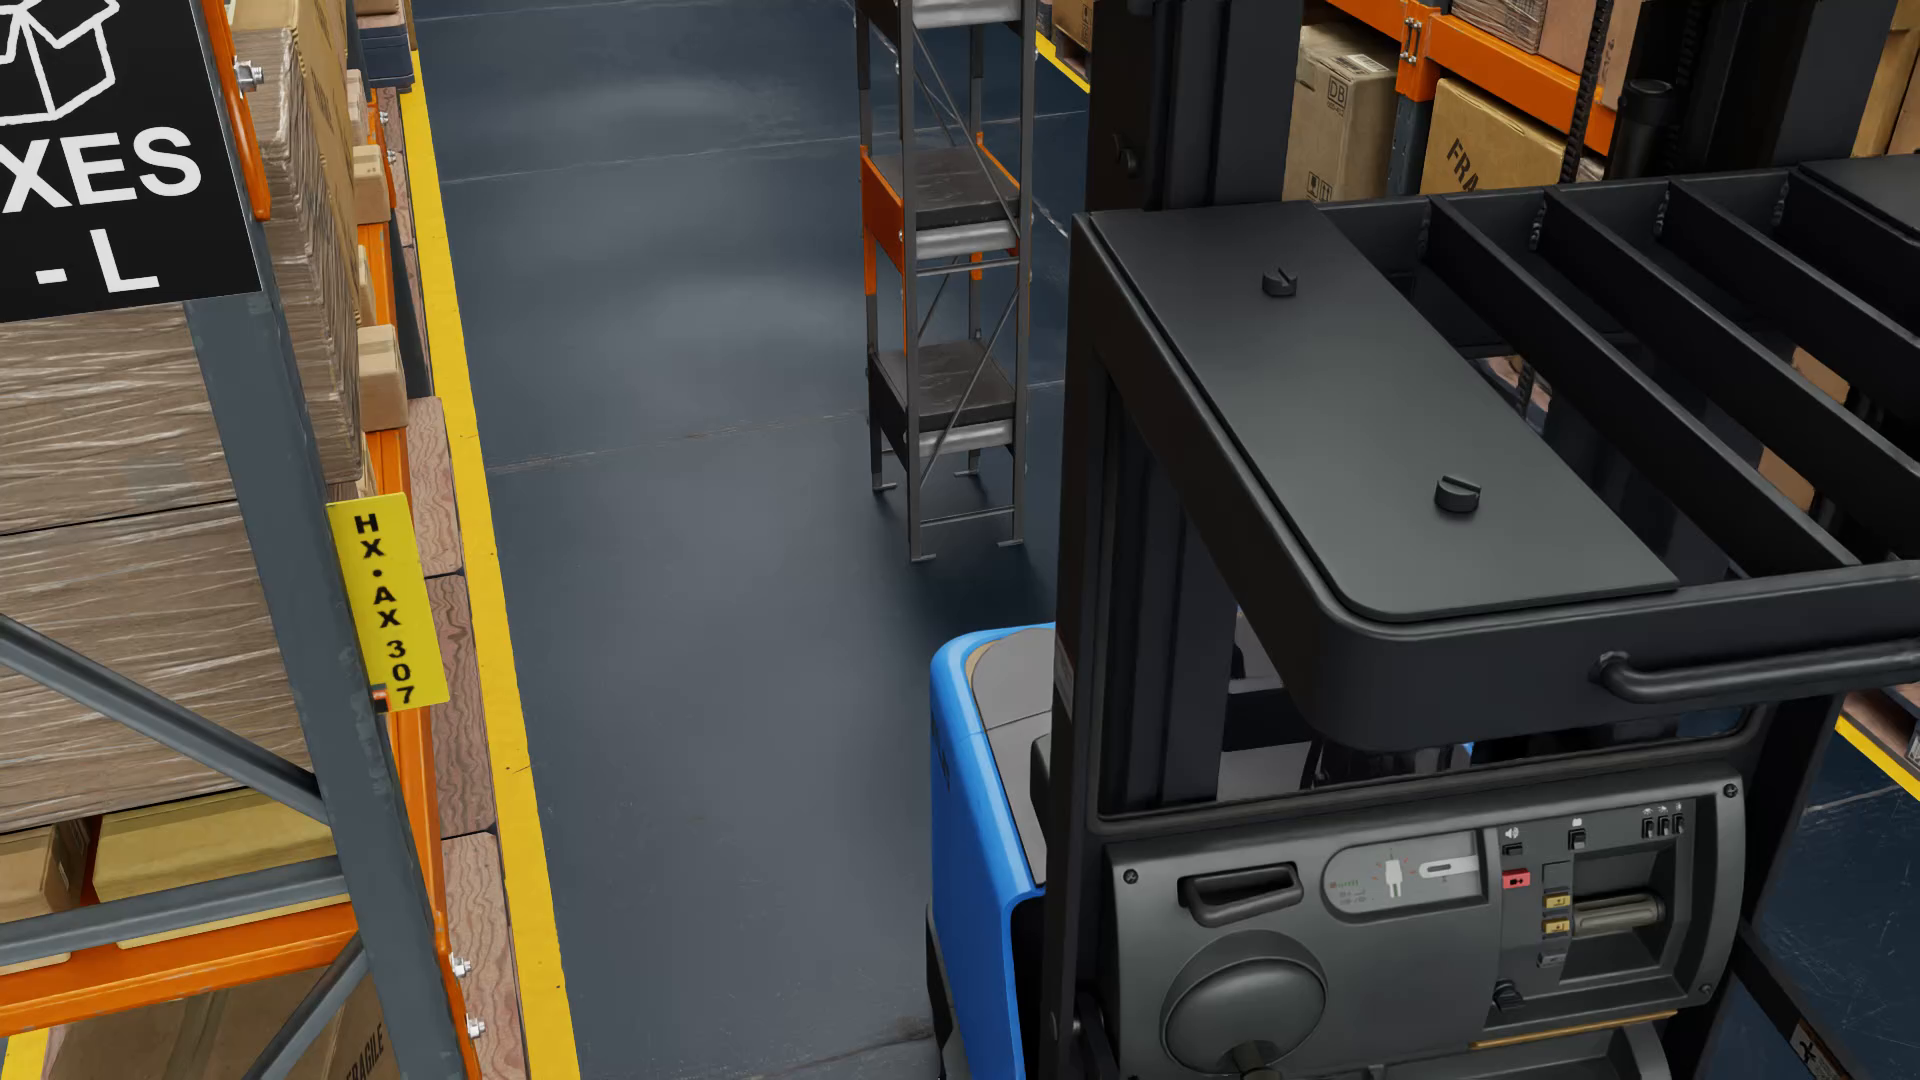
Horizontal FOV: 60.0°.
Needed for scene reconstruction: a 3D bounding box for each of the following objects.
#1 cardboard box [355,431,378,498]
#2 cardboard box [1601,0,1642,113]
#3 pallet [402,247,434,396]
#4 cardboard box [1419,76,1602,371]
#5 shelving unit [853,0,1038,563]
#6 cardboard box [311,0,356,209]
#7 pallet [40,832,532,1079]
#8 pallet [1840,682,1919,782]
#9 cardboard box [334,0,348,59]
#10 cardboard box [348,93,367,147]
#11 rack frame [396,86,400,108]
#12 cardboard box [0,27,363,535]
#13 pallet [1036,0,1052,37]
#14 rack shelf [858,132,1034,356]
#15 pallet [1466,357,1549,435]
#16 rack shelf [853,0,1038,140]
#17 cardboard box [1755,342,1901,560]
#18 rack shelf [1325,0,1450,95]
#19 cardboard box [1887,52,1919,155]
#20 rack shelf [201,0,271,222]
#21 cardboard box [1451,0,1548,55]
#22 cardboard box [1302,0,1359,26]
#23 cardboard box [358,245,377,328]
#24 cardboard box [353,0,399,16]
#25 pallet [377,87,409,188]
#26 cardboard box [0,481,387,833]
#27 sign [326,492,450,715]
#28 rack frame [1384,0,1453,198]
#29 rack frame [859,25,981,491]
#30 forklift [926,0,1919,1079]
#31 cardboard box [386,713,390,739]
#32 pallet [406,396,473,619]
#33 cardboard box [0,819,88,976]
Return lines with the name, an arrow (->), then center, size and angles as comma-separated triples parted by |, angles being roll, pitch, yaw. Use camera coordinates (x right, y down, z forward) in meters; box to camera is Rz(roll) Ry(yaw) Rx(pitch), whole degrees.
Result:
cardboard box -> -1.389, -0.075, 3.371 | 0.380, 0.149, 0.250 | -10, 35, -15
cardboard box -> 2.657, -1.625, 5.353 | 0.875, 0.550, 0.550 | -10, 35, -15
pallet -> -2.703, -0.807, 6.780 | 1.003, 0.211, 1.213 | -10, 35, -15
cardboard box -> 2.416, -1.290, 6.527 | 0.875, 0.875, 0.875 | -9, 35, -14
shelving unit -> -0.050, -0.963, 5.303 | 0.431, 2.100, 0.503 | -10, 35, -15
cardboard box -> -1.452, -0.905, 3.131 | 0.500, 0.500, 0.500 | -10, 35, -15
pallet -> -1.481, 1.229, 3.698 | 1.003, 0.211, 1.213 | -10, 35, -15
pallet -> 3.192, 0.514, 4.781 | 1.003, 0.211, 1.213 | -10, 35, -15
cardboard box -> -1.759, -1.430, 3.925 | 0.500, 0.500, 0.500 | -10, 35, -15
cardboard box -> -2.051, -1.261, 5.165 | 0.380, 0.149, 0.250 | -10, 35, -15
rack frame -> -3.684, -3.662, 8.571 | 1.000, 3.000, 0.127 | -10, 35, -15
cardboard box -> -1.152, -0.379, 2.336 | 0.500, 0.500, 0.500 | -10, 35, -15
pallet -> 0.834, -3.690, 11.143 | 1.003, 0.211, 1.213 | -10, 35, -15
rack shelf -> -0.050, -0.952, 5.310 | 0.431, 0.518, 0.480 | -10, 35, -15
pallet -> 2.448, -0.767, 6.719 | 1.003, 0.211, 1.213 | -10, 35, -15
rack shelf -> -0.050, -1.536, 4.924 | 0.431, 0.518, 0.480 | -10, 35, -15
cardboard box -> 2.971, -0.338, 5.087 | 0.875, 0.875, 0.875 | -11, 35, -15
rack shelf -> 1.681, -3.093, 8.362 | 1.077, 0.370, 4.000 | -10, 35, -15
cardboard box -> 3.115, -1.093, 4.547 | 0.875, 0.550, 0.550 | -10, 35, -15
rack shelf -> -1.854, -1.463, 3.175 | 1.077, 0.370, 4.000 | -10, 35, -15
cardboard box -> 2.415, -2.214, 6.243 | 0.875, 0.550, 0.550 | -10, 35, -15
cardboard box -> 1.725, -2.397, 8.317 | 1.050, 0.750, 0.750 | -10, 35, -15
cardboard box -> -1.675, -0.603, 4.170 | 0.380, 0.149, 0.250 | -10, 35, -15
cardboard box -> -2.573, -2.428, 5.778 | 1.000, 1.000, 1.000 | -10, 35, -14
pallet -> -3.447, -2.088, 8.718 | 1.003, 0.211, 1.213 | -10, 35, -15
cardboard box -> -1.385, 0.079, 2.549 | 0.875, 0.500, 0.500 | -10, 35, -15
sign -> -0.727, 0.086, 2.114 | 0.100, 0.325, 0.005 | -10, 35, -15
rack frame -> 2.291, -2.343, 6.575 | 1.000, 3.000, 0.127 | -10, 35, -15
rack frame -> -0.125, -1.091, 5.497 | 0.400, 2.100, 0.015 | -10, 35, -15
forklift -> 0.708, 0.618, 2.156 | 1.130, 2.935, 3.031 | -6, 34, -9
cardboard box -> -1.161, 0.319, 2.774 | 0.380, 0.149, 0.250 | -10, 35, -15
pallet -> -2.225, -0.052, 5.637 | 1.003, 0.211, 1.213 | -10, 35, -15
cardboard box -> -1.527, 0.528, 2.458 | 0.380, 0.149, 0.250 | -10, 35, -15
